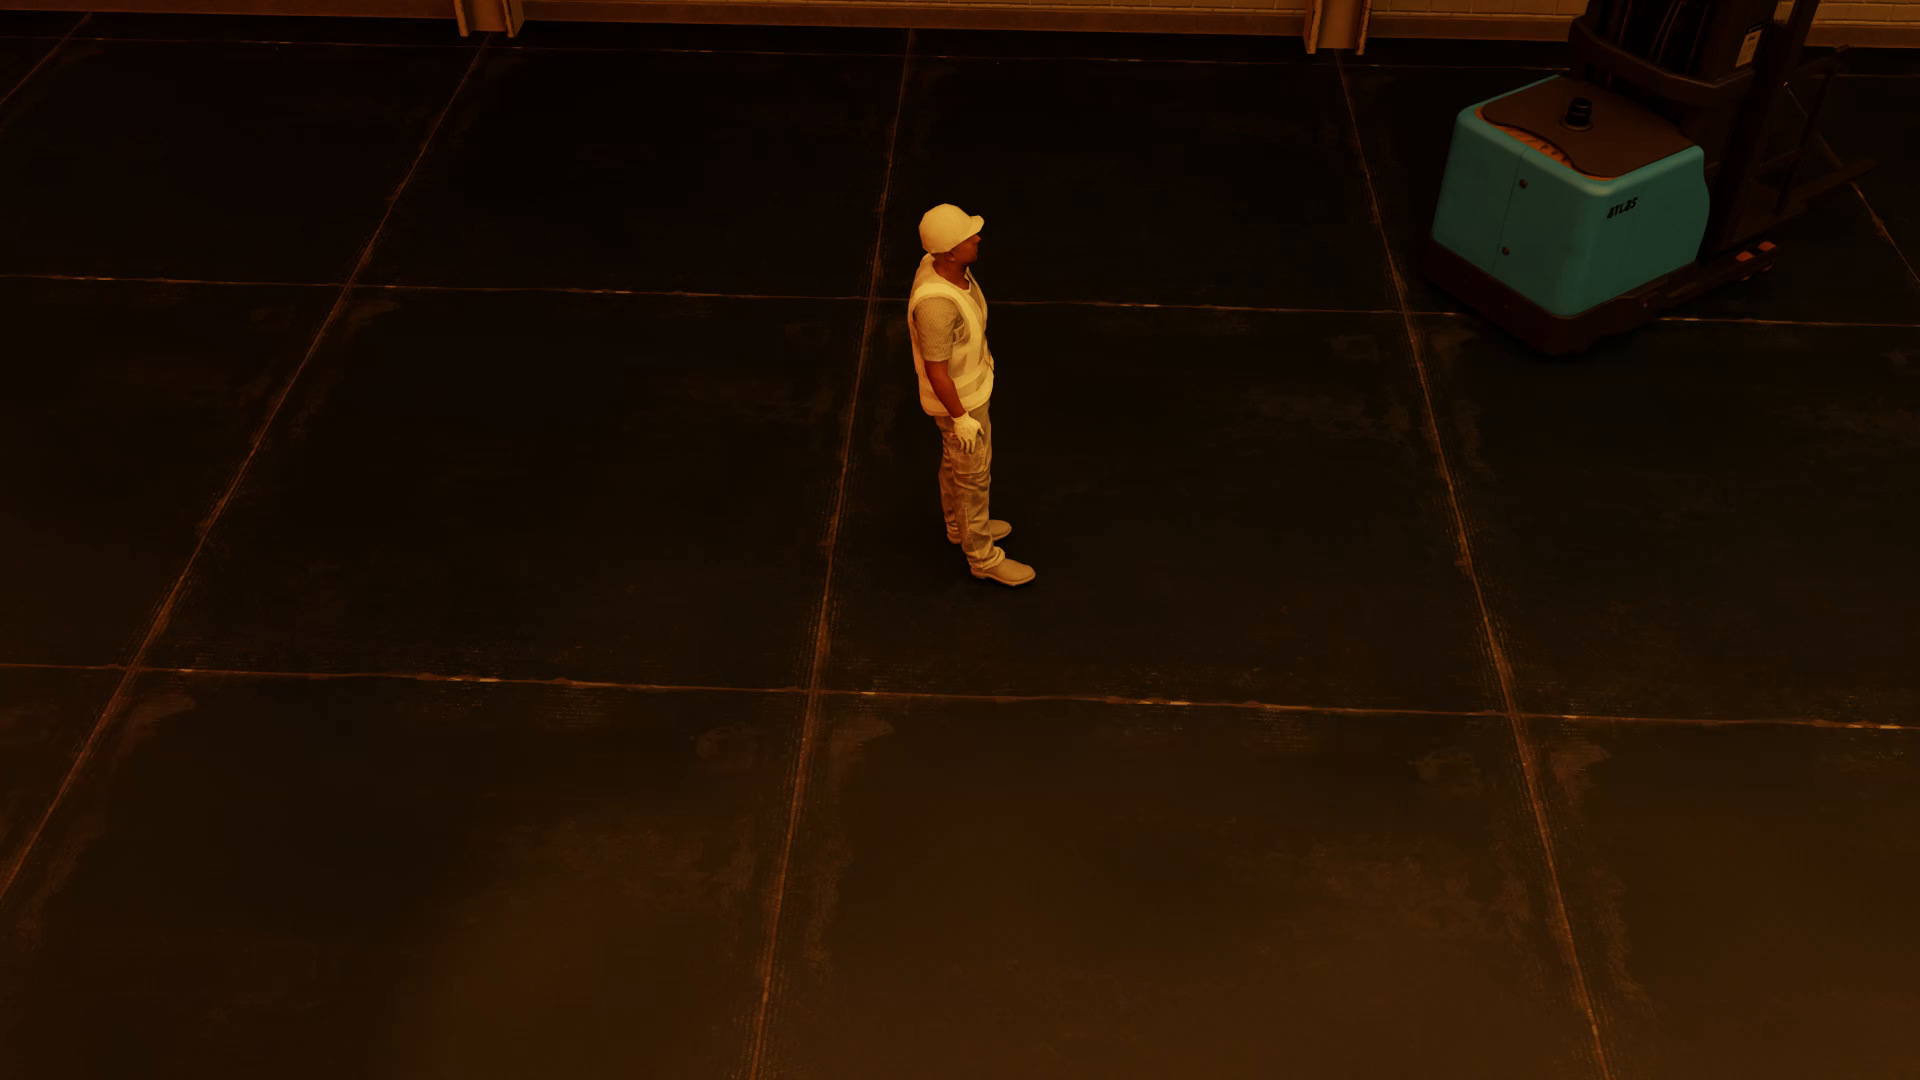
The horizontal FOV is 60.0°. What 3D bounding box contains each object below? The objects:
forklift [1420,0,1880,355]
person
[{"bbox_3d":[4.138,-2.843,8.856,3.031,2.935,1.130,-24,47,-24],"label":"forklift"},{"bbox_3d":[0.072,-0.656,7.302,0.575,1.784,0.656,2,42,2],"label":"person"}]
